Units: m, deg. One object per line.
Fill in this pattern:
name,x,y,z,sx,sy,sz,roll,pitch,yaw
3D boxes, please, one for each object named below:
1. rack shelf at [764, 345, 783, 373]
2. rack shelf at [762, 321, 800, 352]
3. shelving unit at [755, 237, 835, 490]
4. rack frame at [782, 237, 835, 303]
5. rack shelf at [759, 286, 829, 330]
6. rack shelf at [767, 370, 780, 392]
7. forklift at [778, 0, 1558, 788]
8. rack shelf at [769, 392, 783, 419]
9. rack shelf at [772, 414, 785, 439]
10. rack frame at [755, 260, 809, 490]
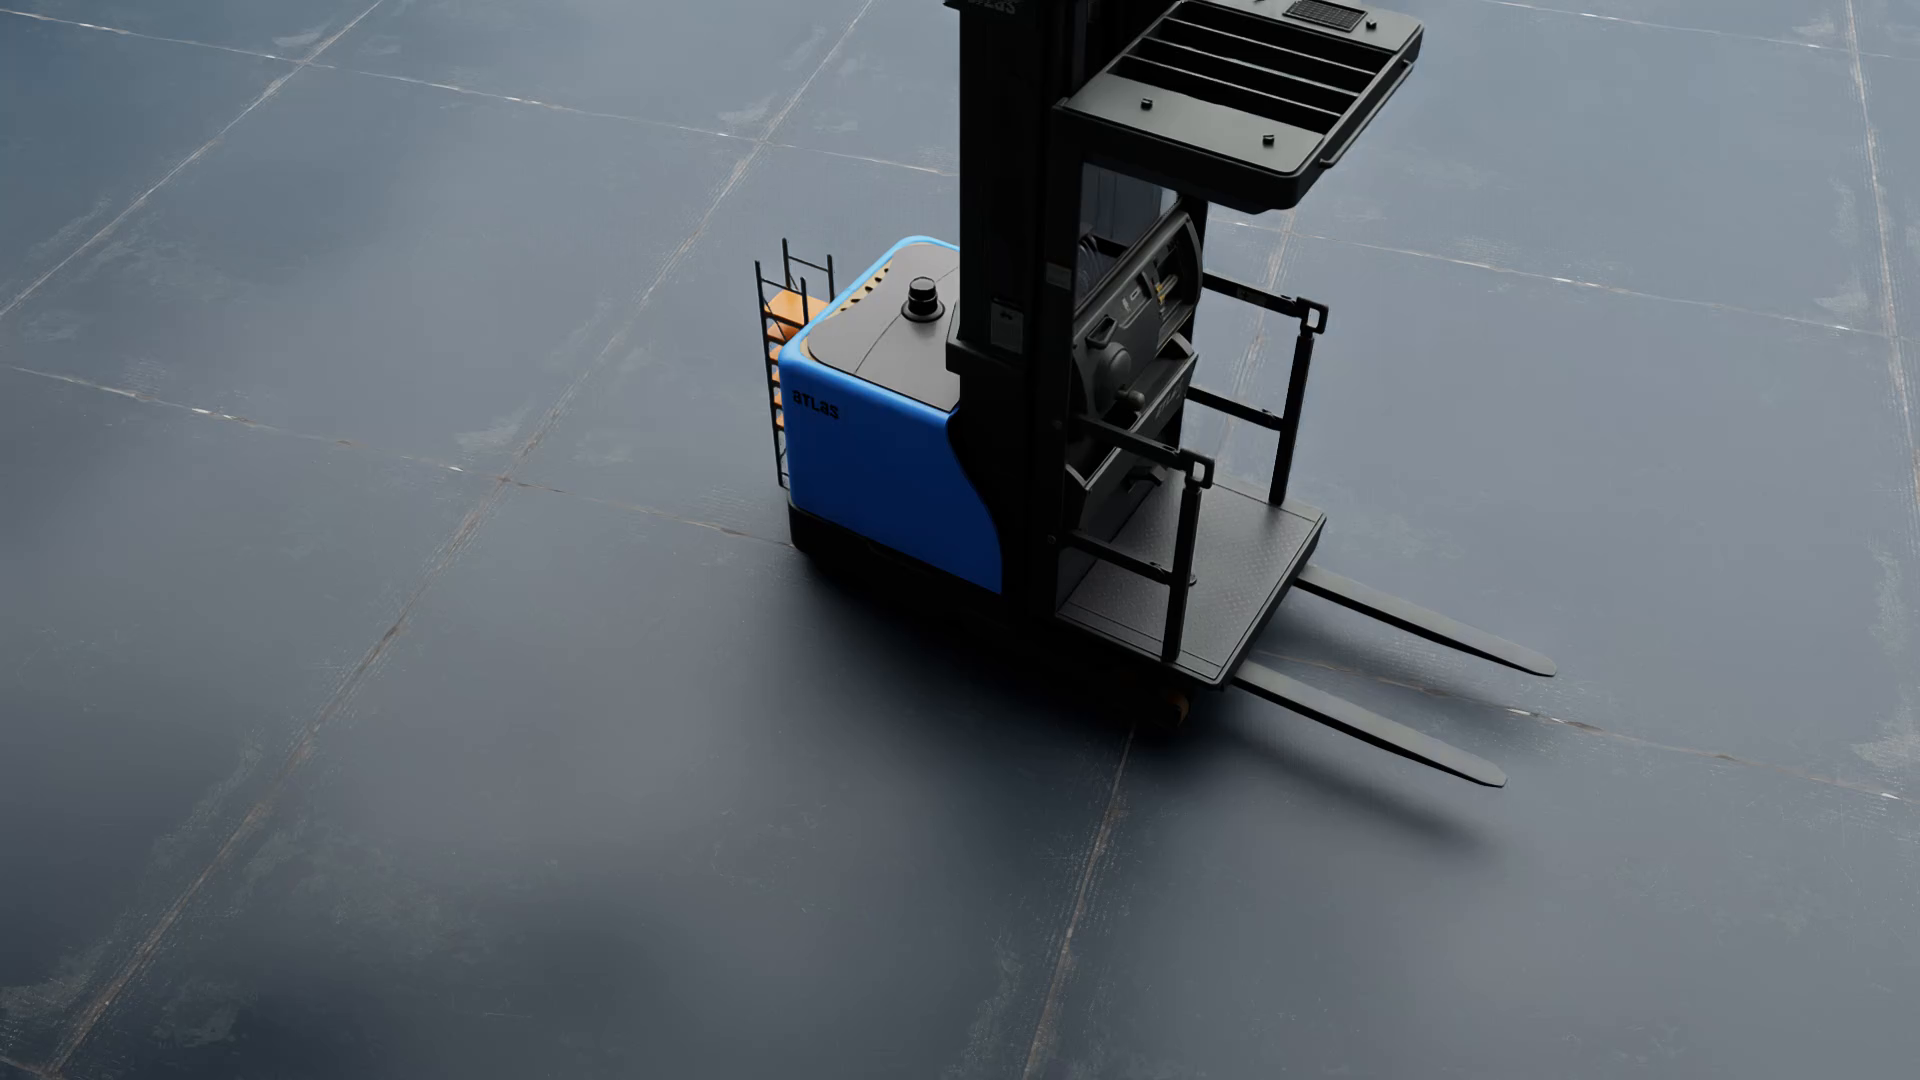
rack shelf,-0.656,-0.740,6.938,0.258,0.103,0.180,23,49,22
rack shelf,-0.657,-0.826,6.854,0.258,0.103,0.180,23,49,22
shelving unit,-0.656,-0.685,6.991,0.258,1.200,0.189,23,49,22
rack frame,-0.609,-0.740,7.047,0.240,1.200,0.006,23,49,22
rack shelf,-0.657,-0.912,6.770,0.258,0.103,0.180,23,49,22
rack shelf,-0.656,-0.654,7.022,0.258,0.103,0.180,23,49,22
forklift,0.812,-0.752,5.822,3.031,2.935,1.130,23,49,22
rack shelf,-0.655,-0.568,7.105,0.258,0.103,0.180,23,49,22
rack shelf,-0.655,-0.482,7.189,0.258,0.103,0.180,23,49,22
rack frame,-0.703,-0.631,6.935,0.240,1.200,0.006,23,49,22
